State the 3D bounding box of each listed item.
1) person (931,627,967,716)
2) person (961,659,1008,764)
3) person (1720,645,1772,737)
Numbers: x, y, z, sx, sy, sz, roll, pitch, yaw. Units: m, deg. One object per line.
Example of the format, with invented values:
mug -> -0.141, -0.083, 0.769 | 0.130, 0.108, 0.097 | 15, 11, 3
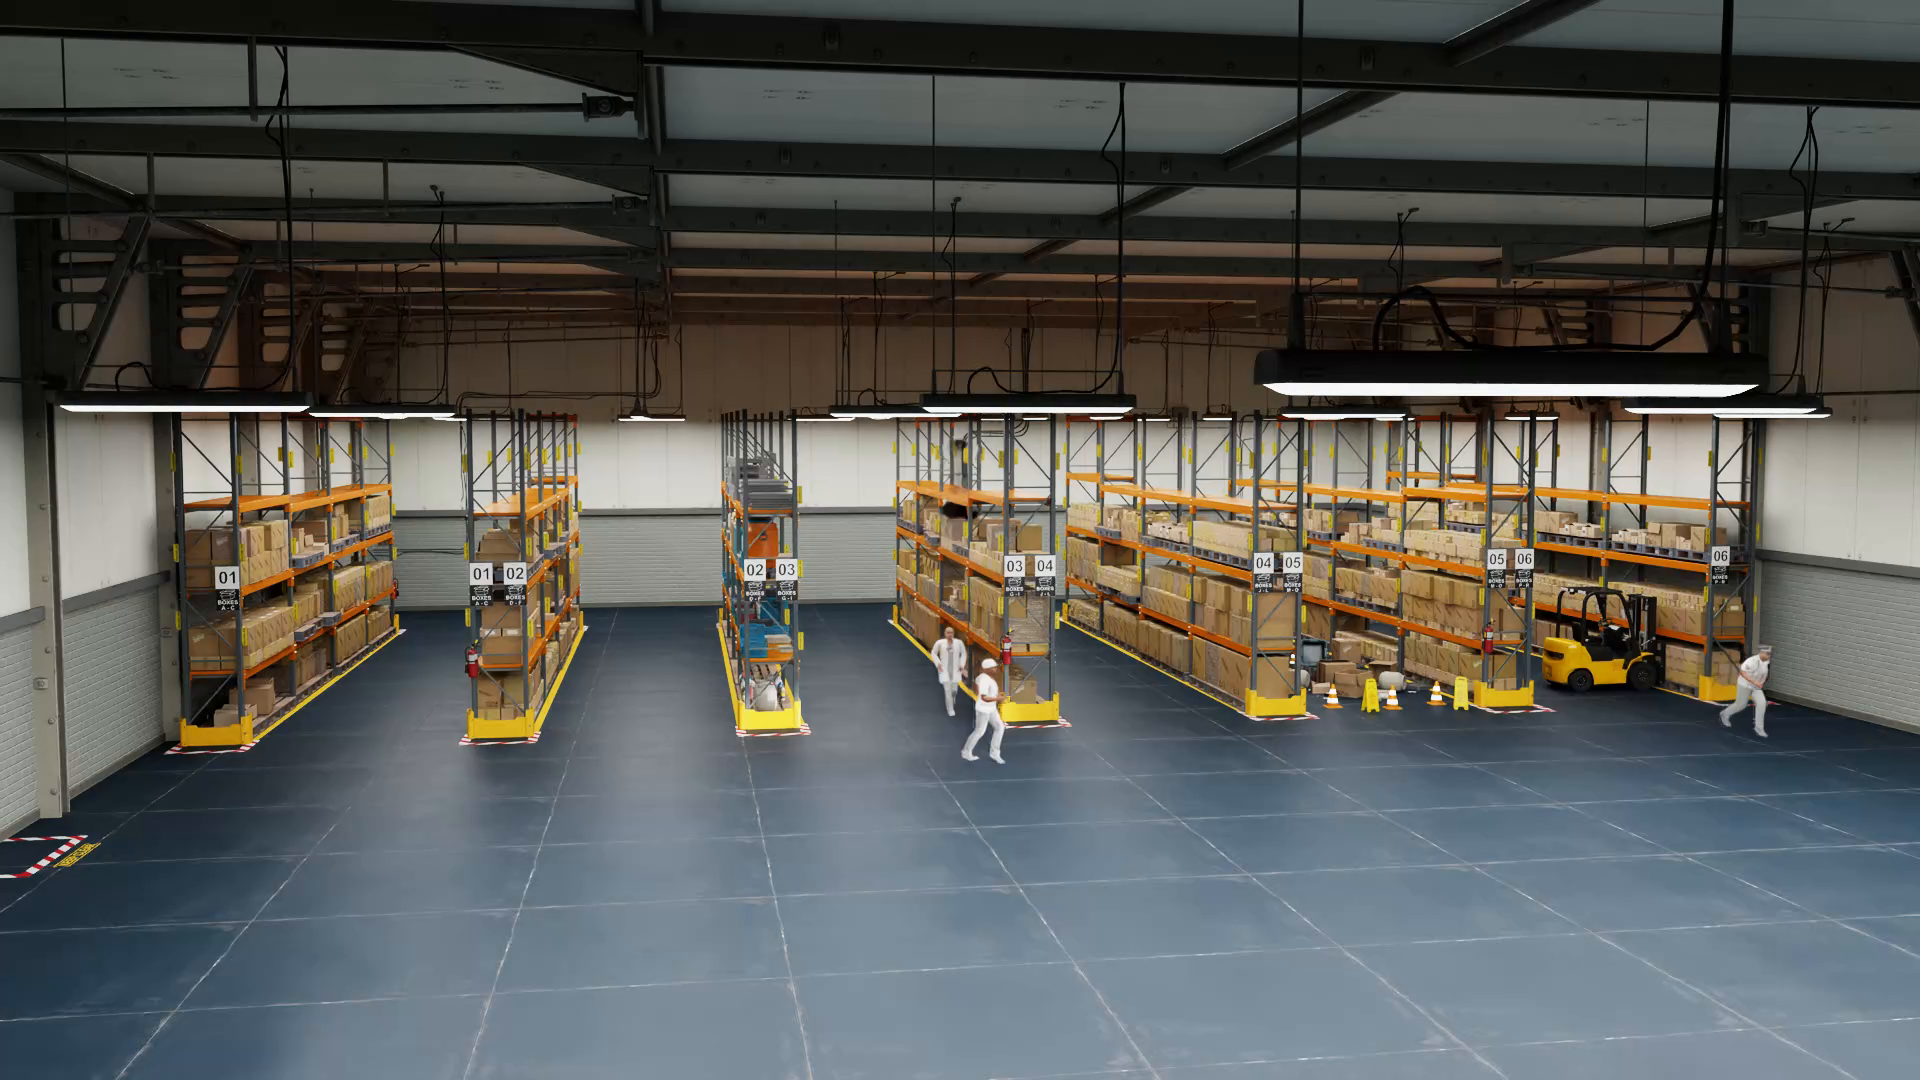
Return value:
person -> -0.220, 2.582, 32.799 | 0.721, 1.733, 0.614 | 0, 4, -7
person -> 0.434, 2.896, 27.961 | 0.827, 1.812, 0.628 | 1, 4, 18
person -> 14.599, 2.760, 30.878 | 0.702, 1.719, 1.023 | -2, 5, -28
